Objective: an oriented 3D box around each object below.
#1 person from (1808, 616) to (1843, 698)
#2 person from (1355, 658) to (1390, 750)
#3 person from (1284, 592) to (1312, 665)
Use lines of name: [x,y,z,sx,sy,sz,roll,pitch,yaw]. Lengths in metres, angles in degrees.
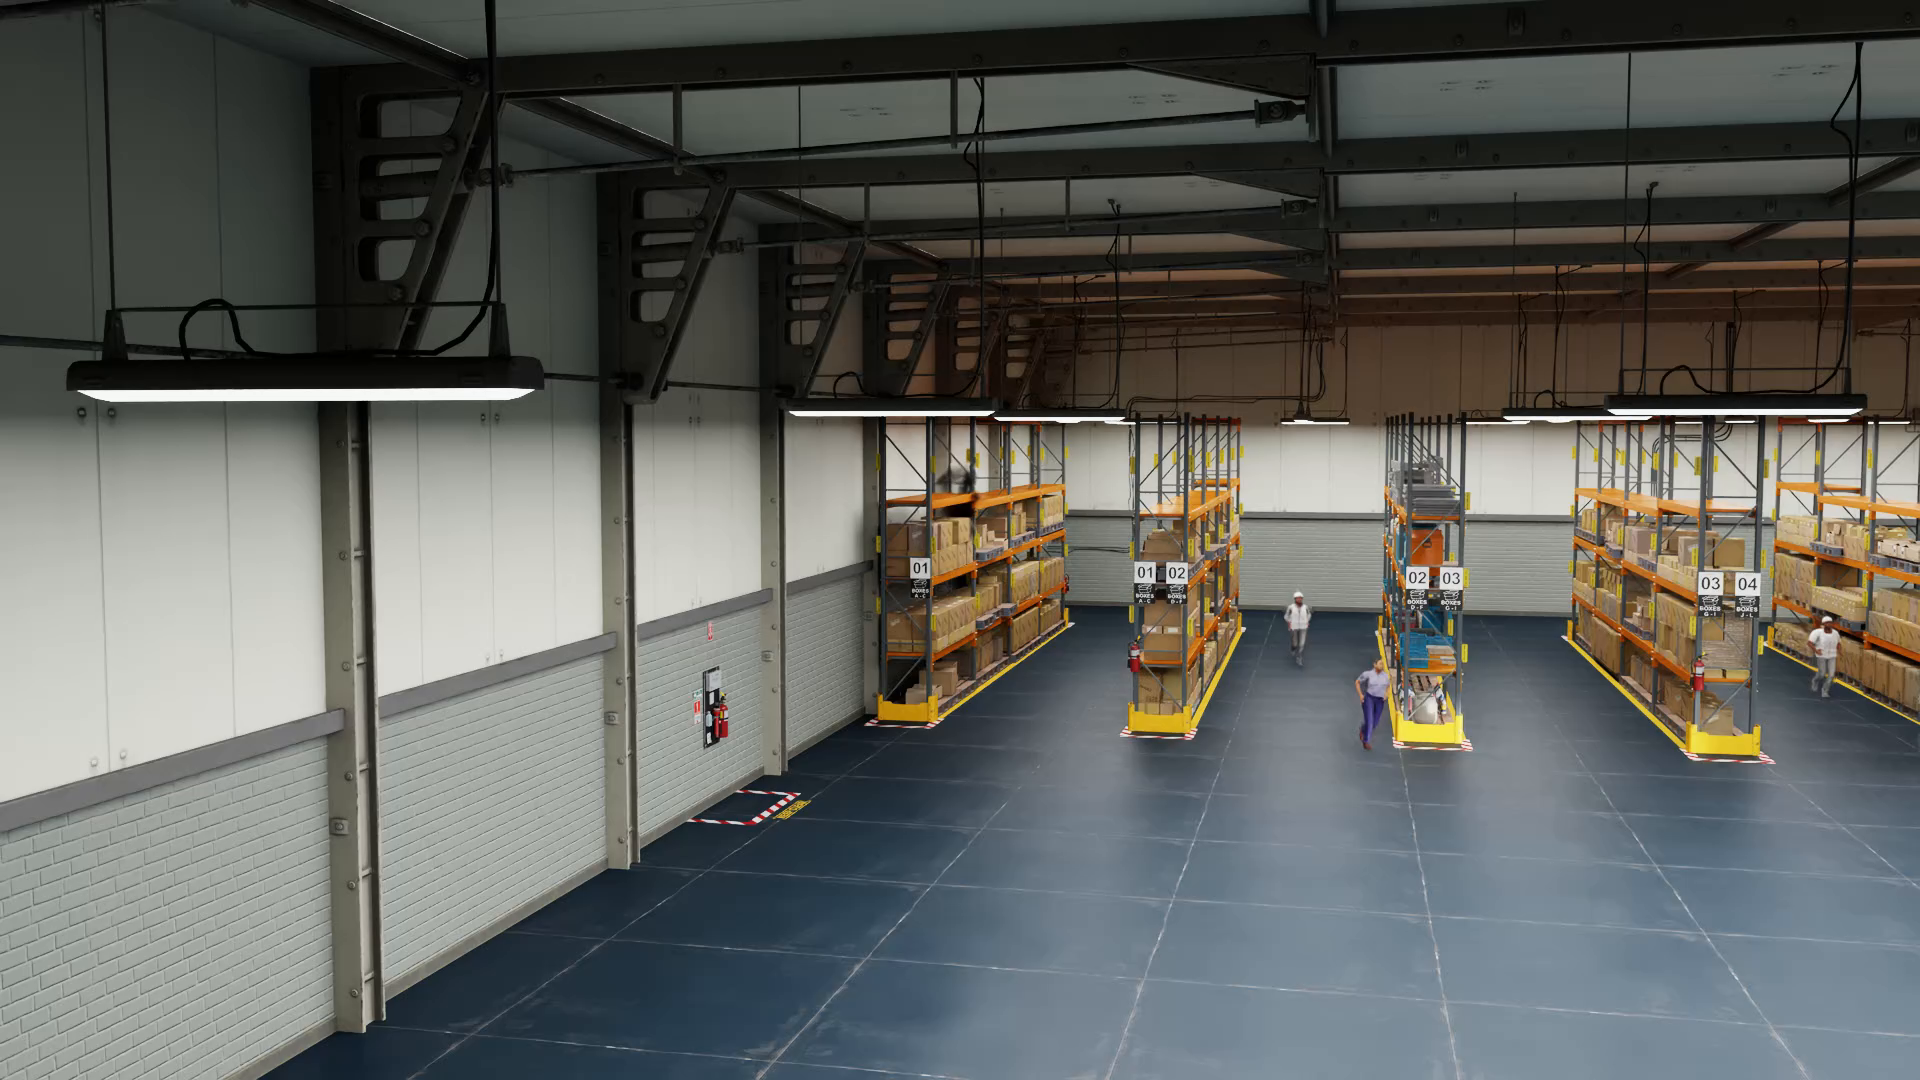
person: [18.370,2.474,35.302,0.690,1.721,0.606,0,4,5]
person: [7.426,2.912,29.859,0.649,1.605,0.769,-1,4,-10]
person: [8.208,2.136,40.343,0.666,1.743,0.669,0,4,2]
